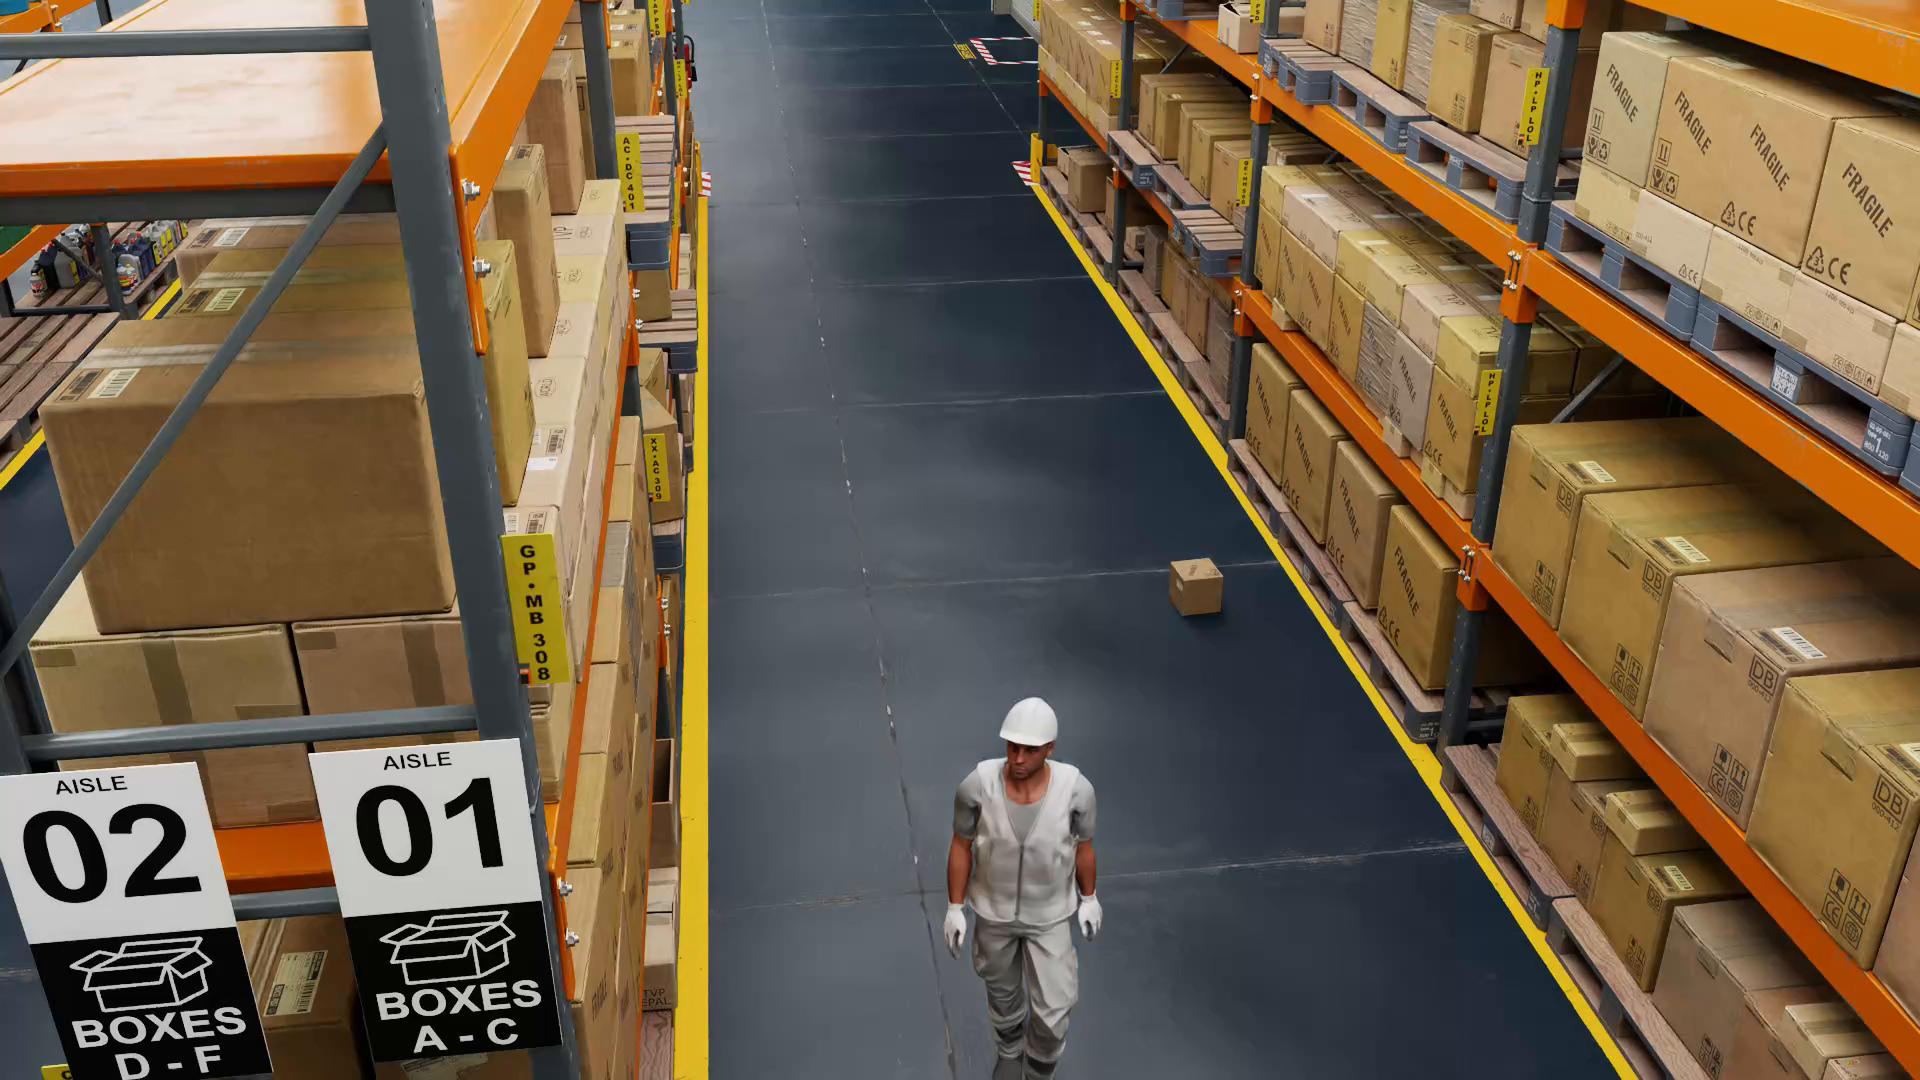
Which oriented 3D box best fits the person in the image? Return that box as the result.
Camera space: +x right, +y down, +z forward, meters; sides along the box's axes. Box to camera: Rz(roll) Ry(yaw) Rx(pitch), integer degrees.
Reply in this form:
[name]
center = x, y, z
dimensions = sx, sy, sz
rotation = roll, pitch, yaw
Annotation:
[person]
center = 0.234, 1.438, 6.249
dimensions = 0.589, 1.831, 0.501
rotation = 4, 27, 7
